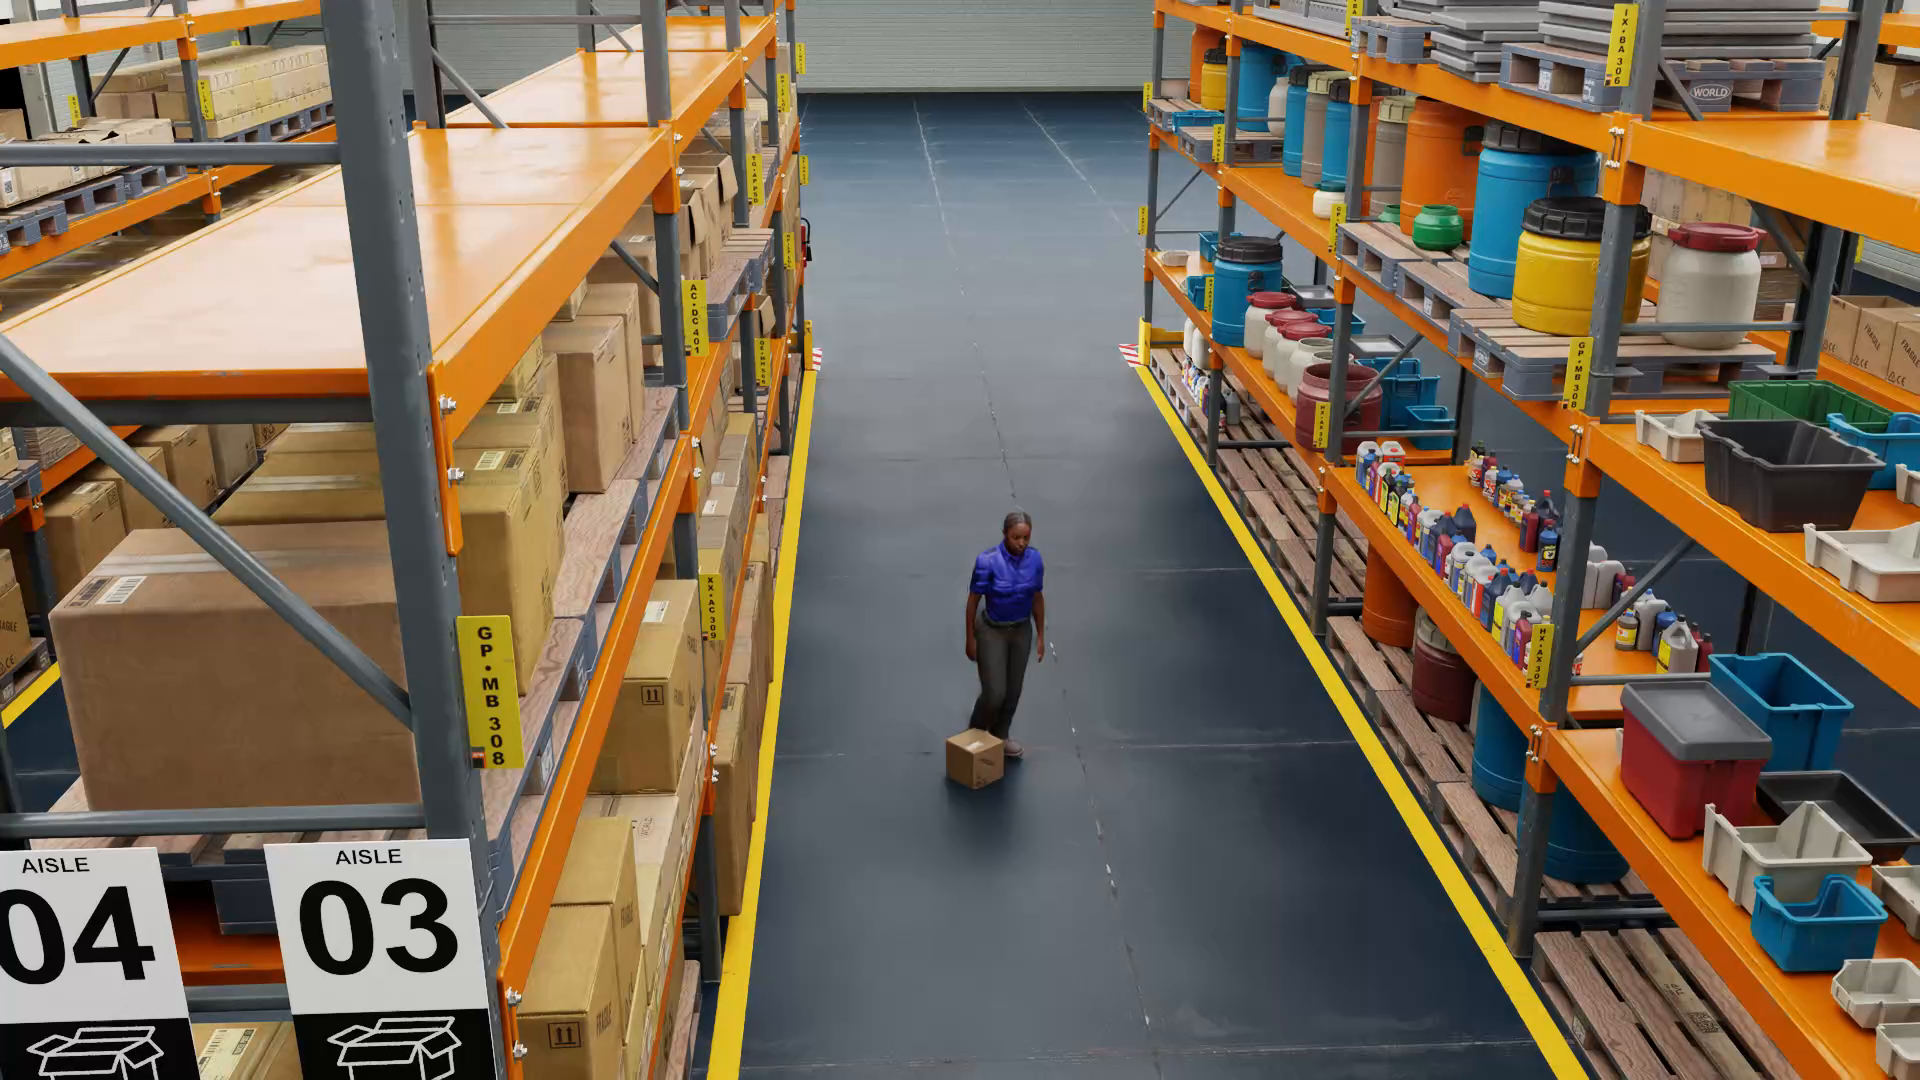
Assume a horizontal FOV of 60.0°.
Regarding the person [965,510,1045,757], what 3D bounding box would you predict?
[{"bbox_3d":[0.262,0.579,9.994,0.475,1.660,0.438,-11,23,-27],"label":"person"}]
